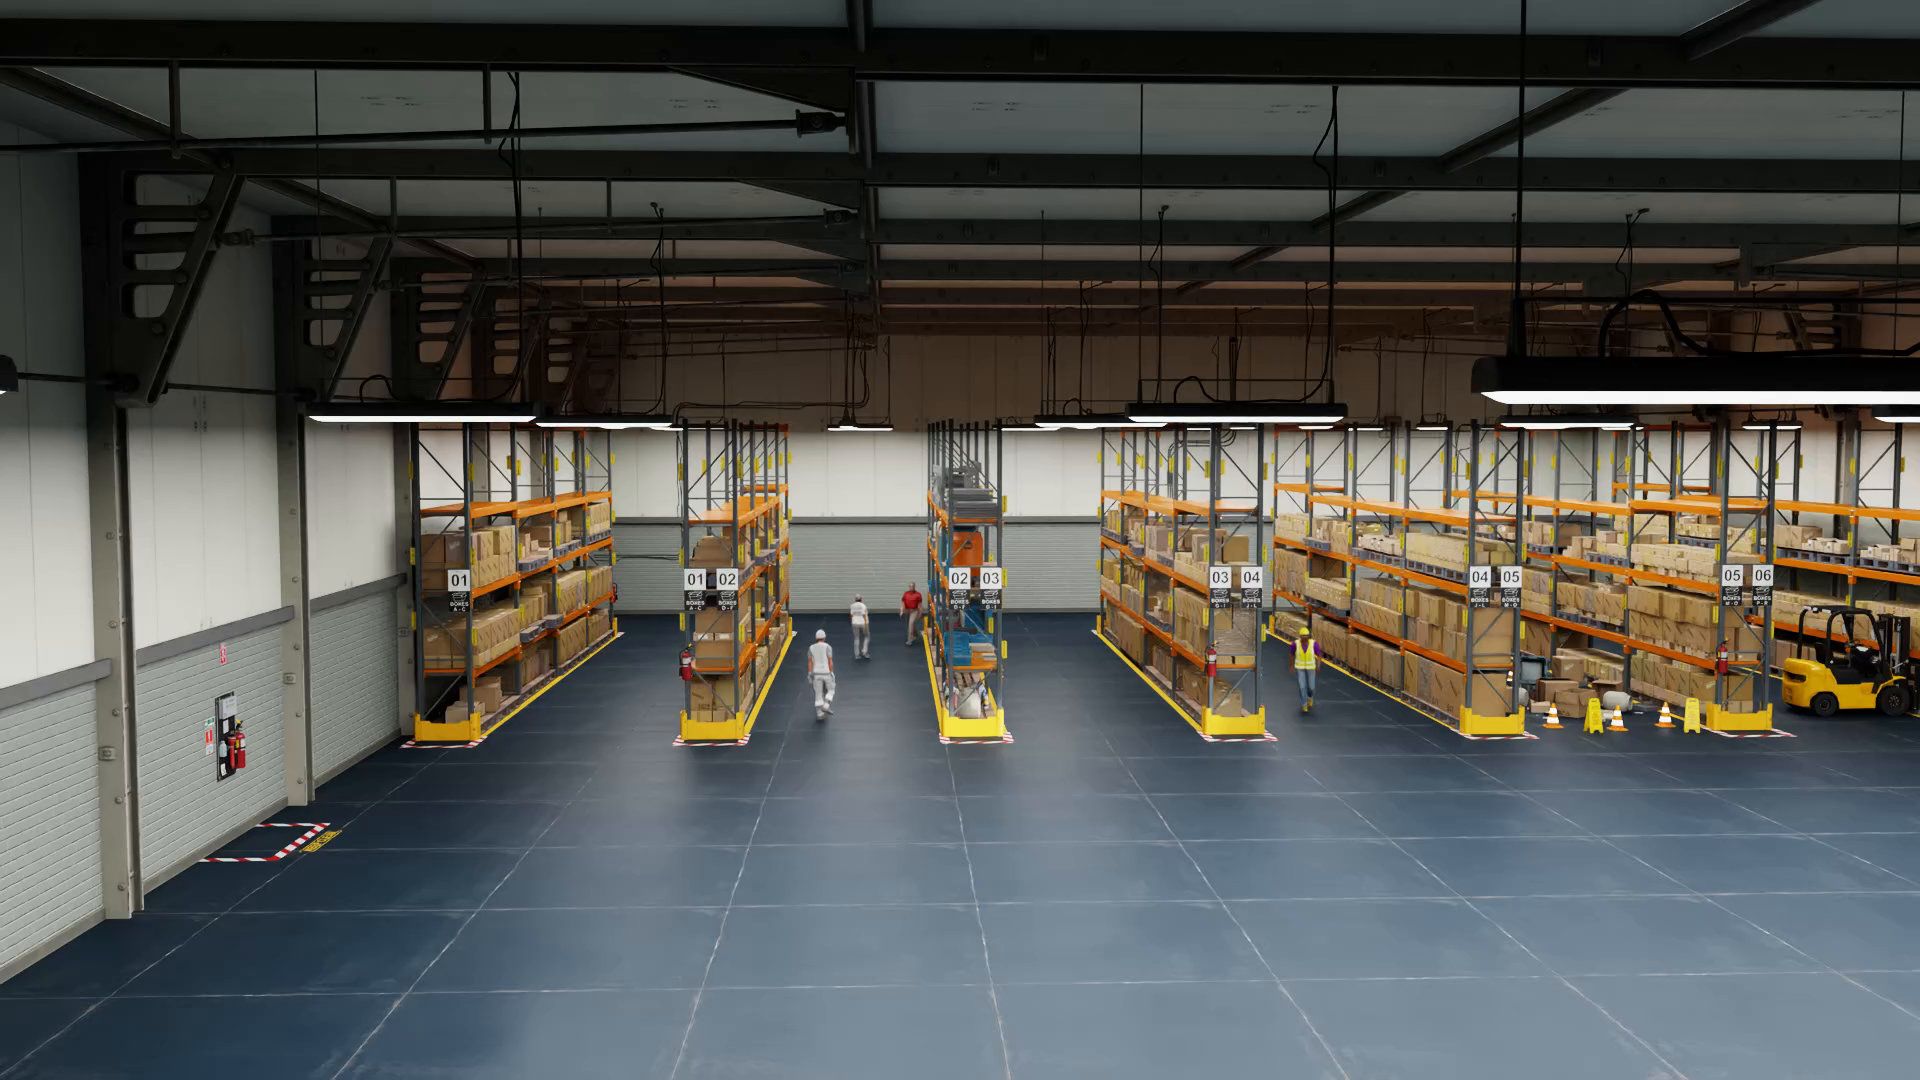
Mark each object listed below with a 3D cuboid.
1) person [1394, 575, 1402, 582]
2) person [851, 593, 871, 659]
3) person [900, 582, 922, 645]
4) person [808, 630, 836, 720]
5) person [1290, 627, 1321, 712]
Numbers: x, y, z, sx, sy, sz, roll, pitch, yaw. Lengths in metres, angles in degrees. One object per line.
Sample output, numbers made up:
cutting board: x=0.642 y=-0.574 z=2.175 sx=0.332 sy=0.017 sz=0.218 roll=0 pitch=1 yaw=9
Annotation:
person: x=13.745 y=1.594 z=51.898 sx=0.659 sy=1.577 sz=0.428 roll=-2 pitch=4 yaw=-32
person: x=-2.552 y=2.194 z=42.265 sx=0.512 sy=1.671 sz=0.532 roll=1 pitch=4 yaw=11
person: x=-1.306 y=1.979 z=45.178 sx=0.535 sy=1.666 sz=1.096 roll=2 pitch=4 yaw=26
person: x=-2.779 y=2.691 z=33.324 sx=0.577 sy=1.780 sz=0.493 roll=1 pitch=4 yaw=11
person: x=7.140 y=2.655 z=34.390 sx=0.636 sy=1.740 sz=0.678 roll=1 pitch=4 yaw=10
